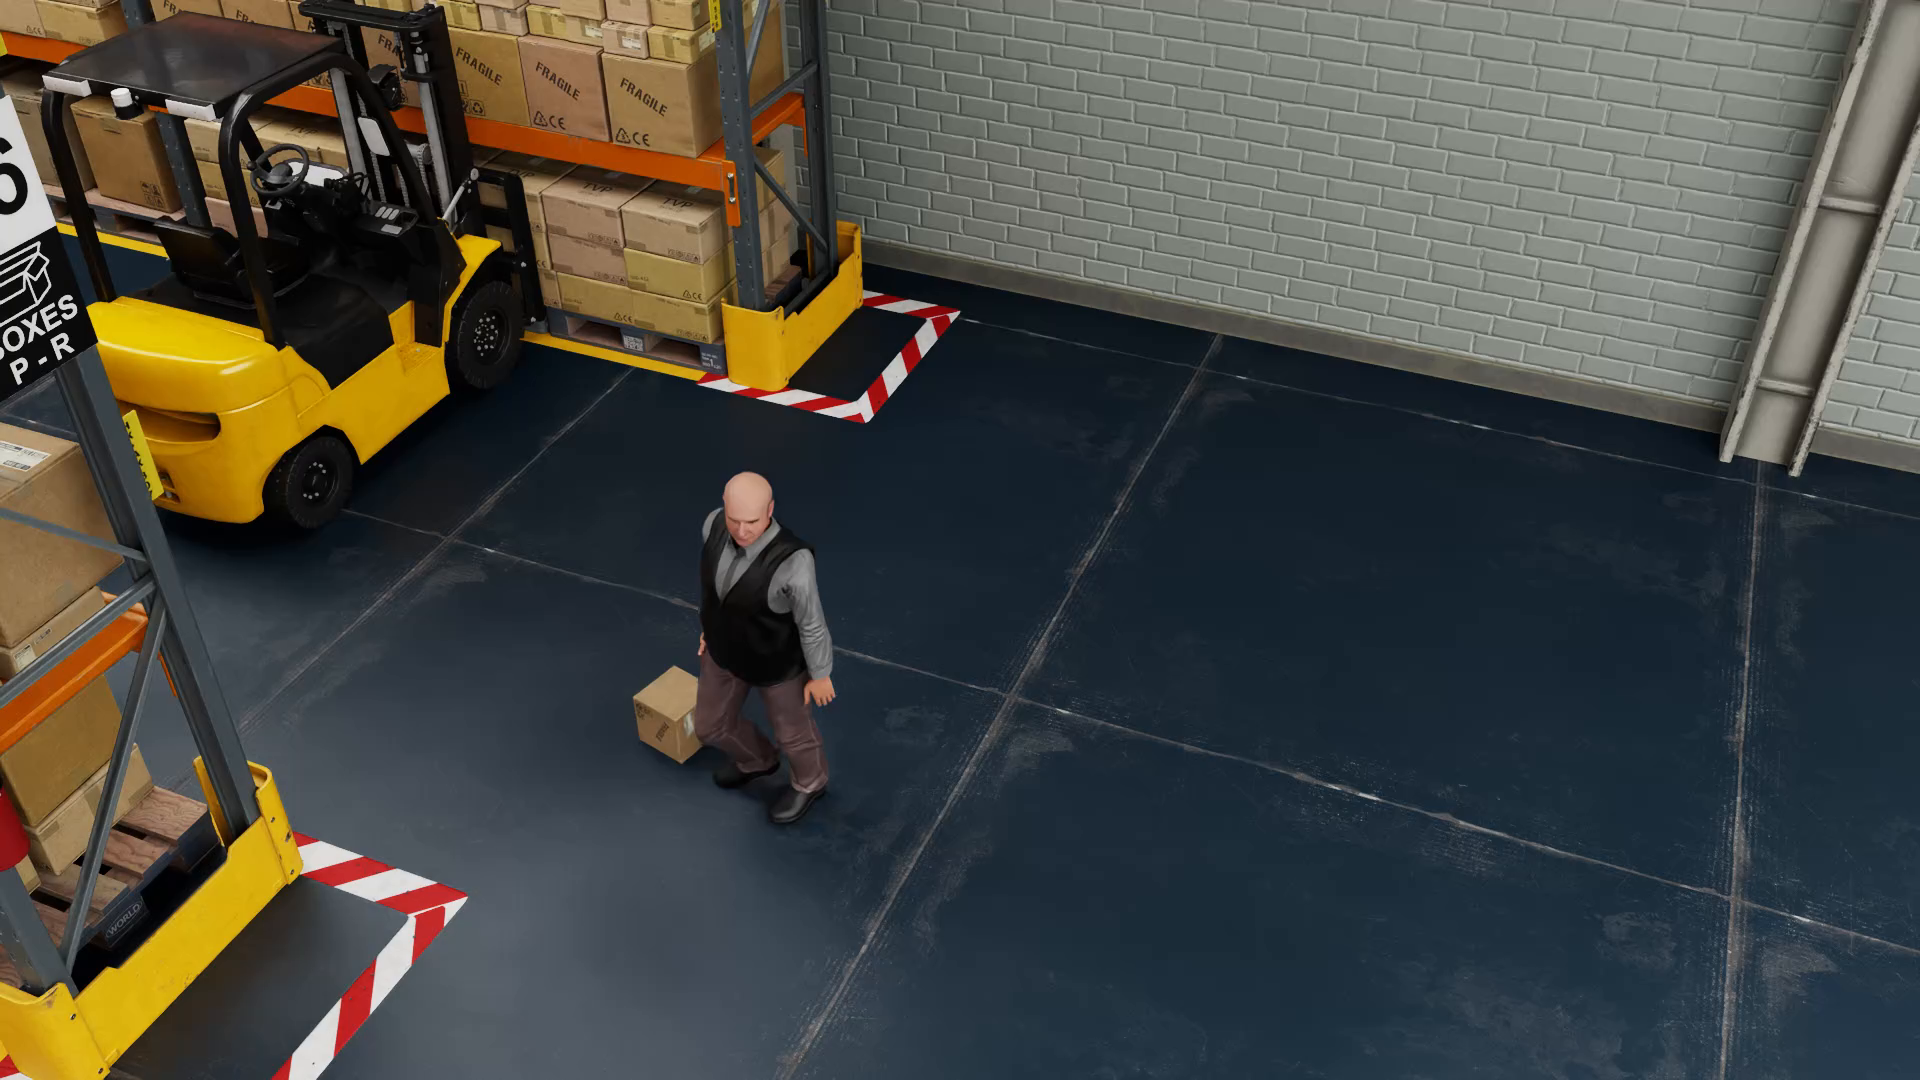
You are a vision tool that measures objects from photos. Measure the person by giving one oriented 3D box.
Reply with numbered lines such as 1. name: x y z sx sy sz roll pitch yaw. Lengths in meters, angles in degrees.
1. person: -0.741 0.417 6.269 0.648 1.714 0.473 25 44 29
